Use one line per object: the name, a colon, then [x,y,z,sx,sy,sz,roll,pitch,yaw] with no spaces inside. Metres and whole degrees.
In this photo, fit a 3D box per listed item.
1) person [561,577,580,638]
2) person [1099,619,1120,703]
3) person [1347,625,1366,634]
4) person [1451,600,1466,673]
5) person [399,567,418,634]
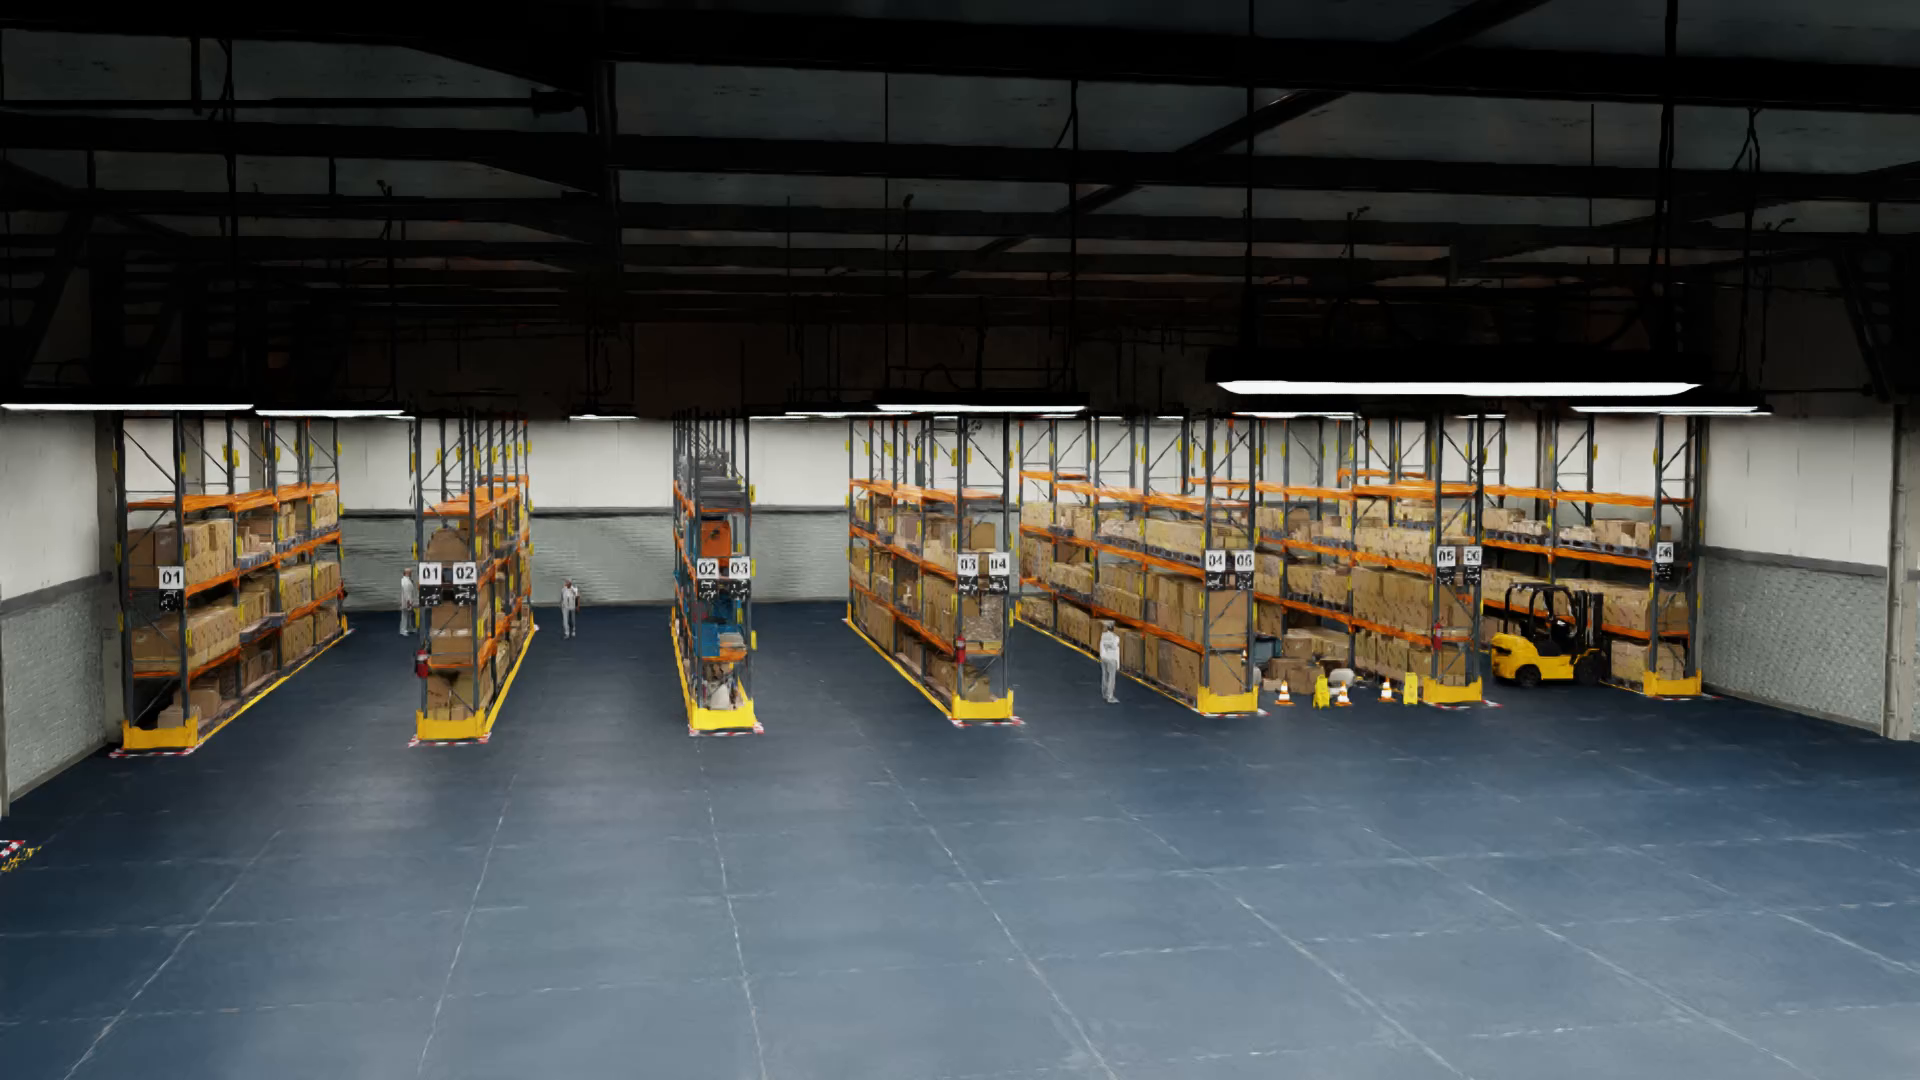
person: [-10.357,1.779,44.179,0.493,1.600,0.991,-1,4,-12]
person: [3.084,2.460,33.951,0.416,1.677,0.537,-4,5,-42]
person: [10.631,1.740,44.404,0.565,1.630,0.612,1,4,15]
person: [11.248,2.193,37.798,0.493,1.674,0.564,1,4,15]
person: [-14.888,1.626,44.828,0.433,1.788,0.709,-1,4,-10]
